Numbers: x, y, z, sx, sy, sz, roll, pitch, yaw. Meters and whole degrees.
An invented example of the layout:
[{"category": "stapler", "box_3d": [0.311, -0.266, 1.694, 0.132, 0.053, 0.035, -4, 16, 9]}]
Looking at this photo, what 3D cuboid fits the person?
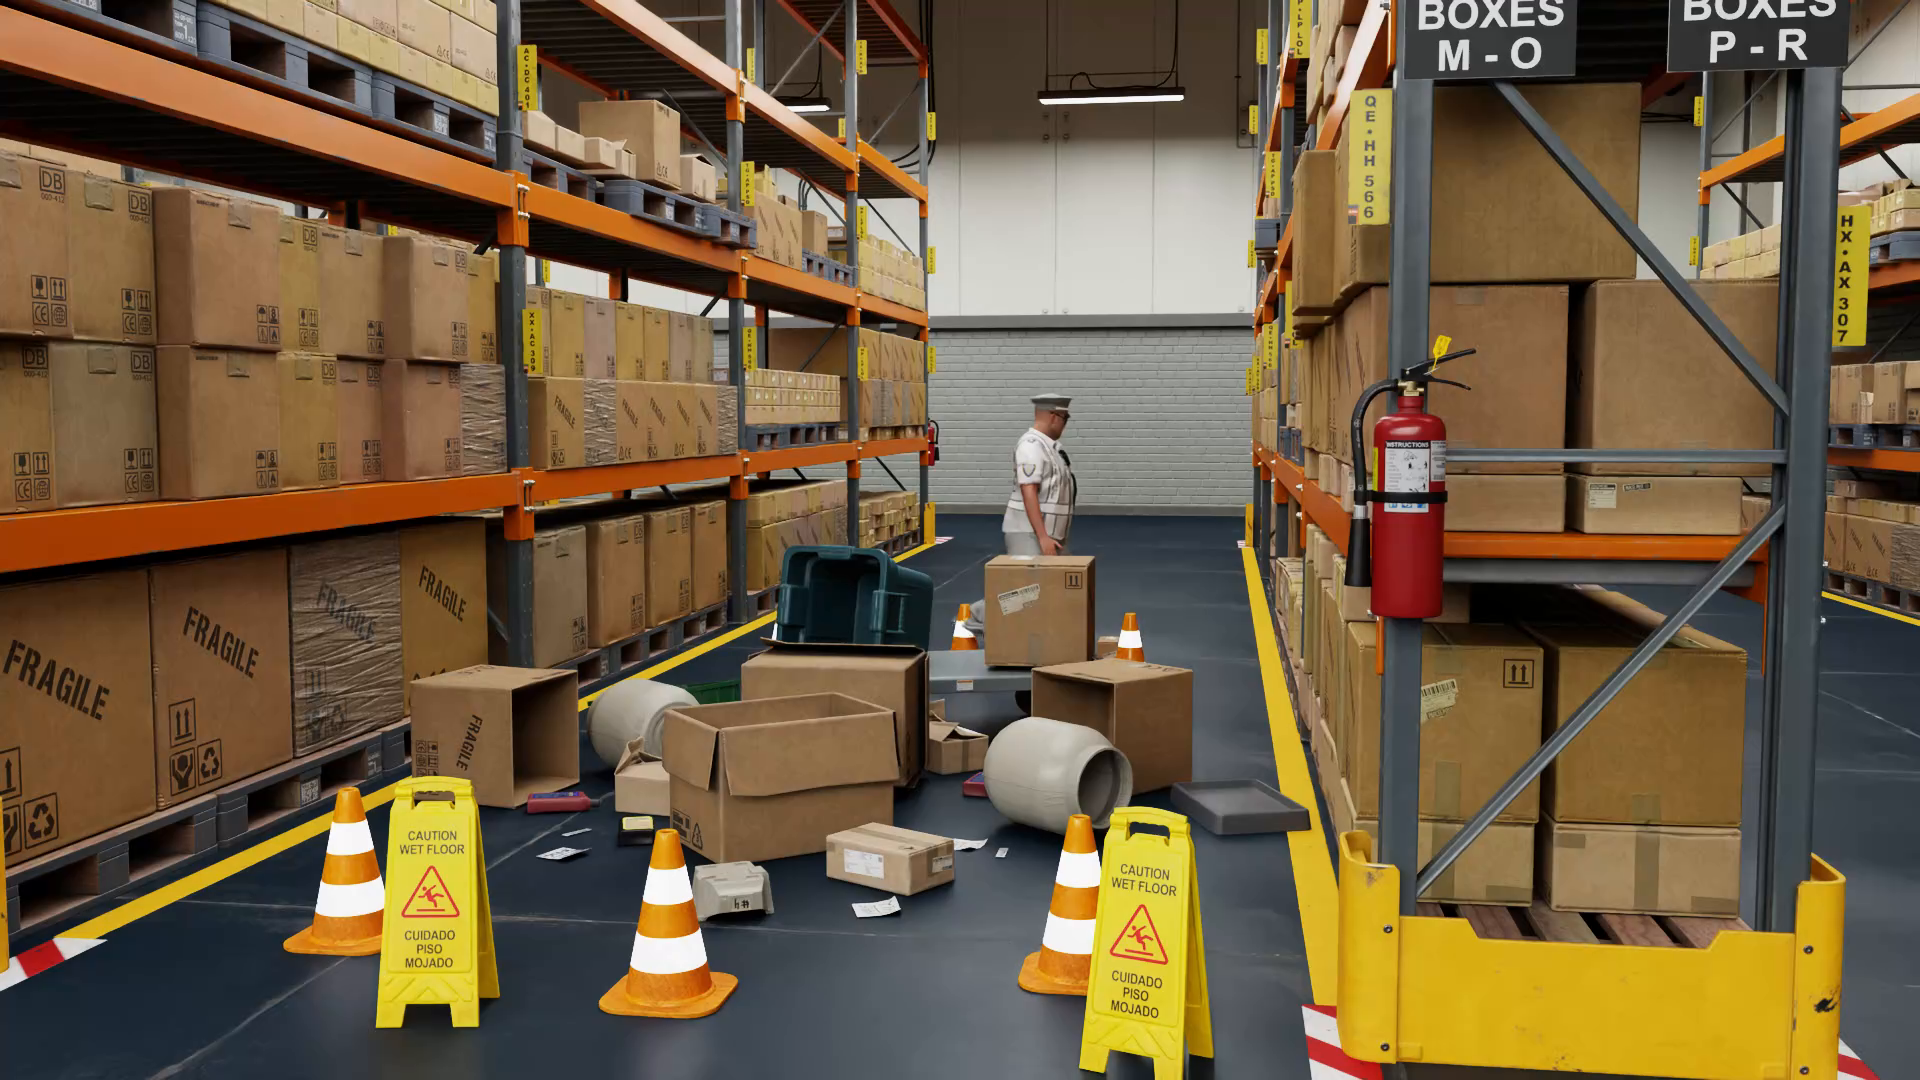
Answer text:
[{"category": "person", "box_3d": [0.456, -0.021, 9.961, 0.957, 1.712, 0.676, 2, 5, 22]}]
